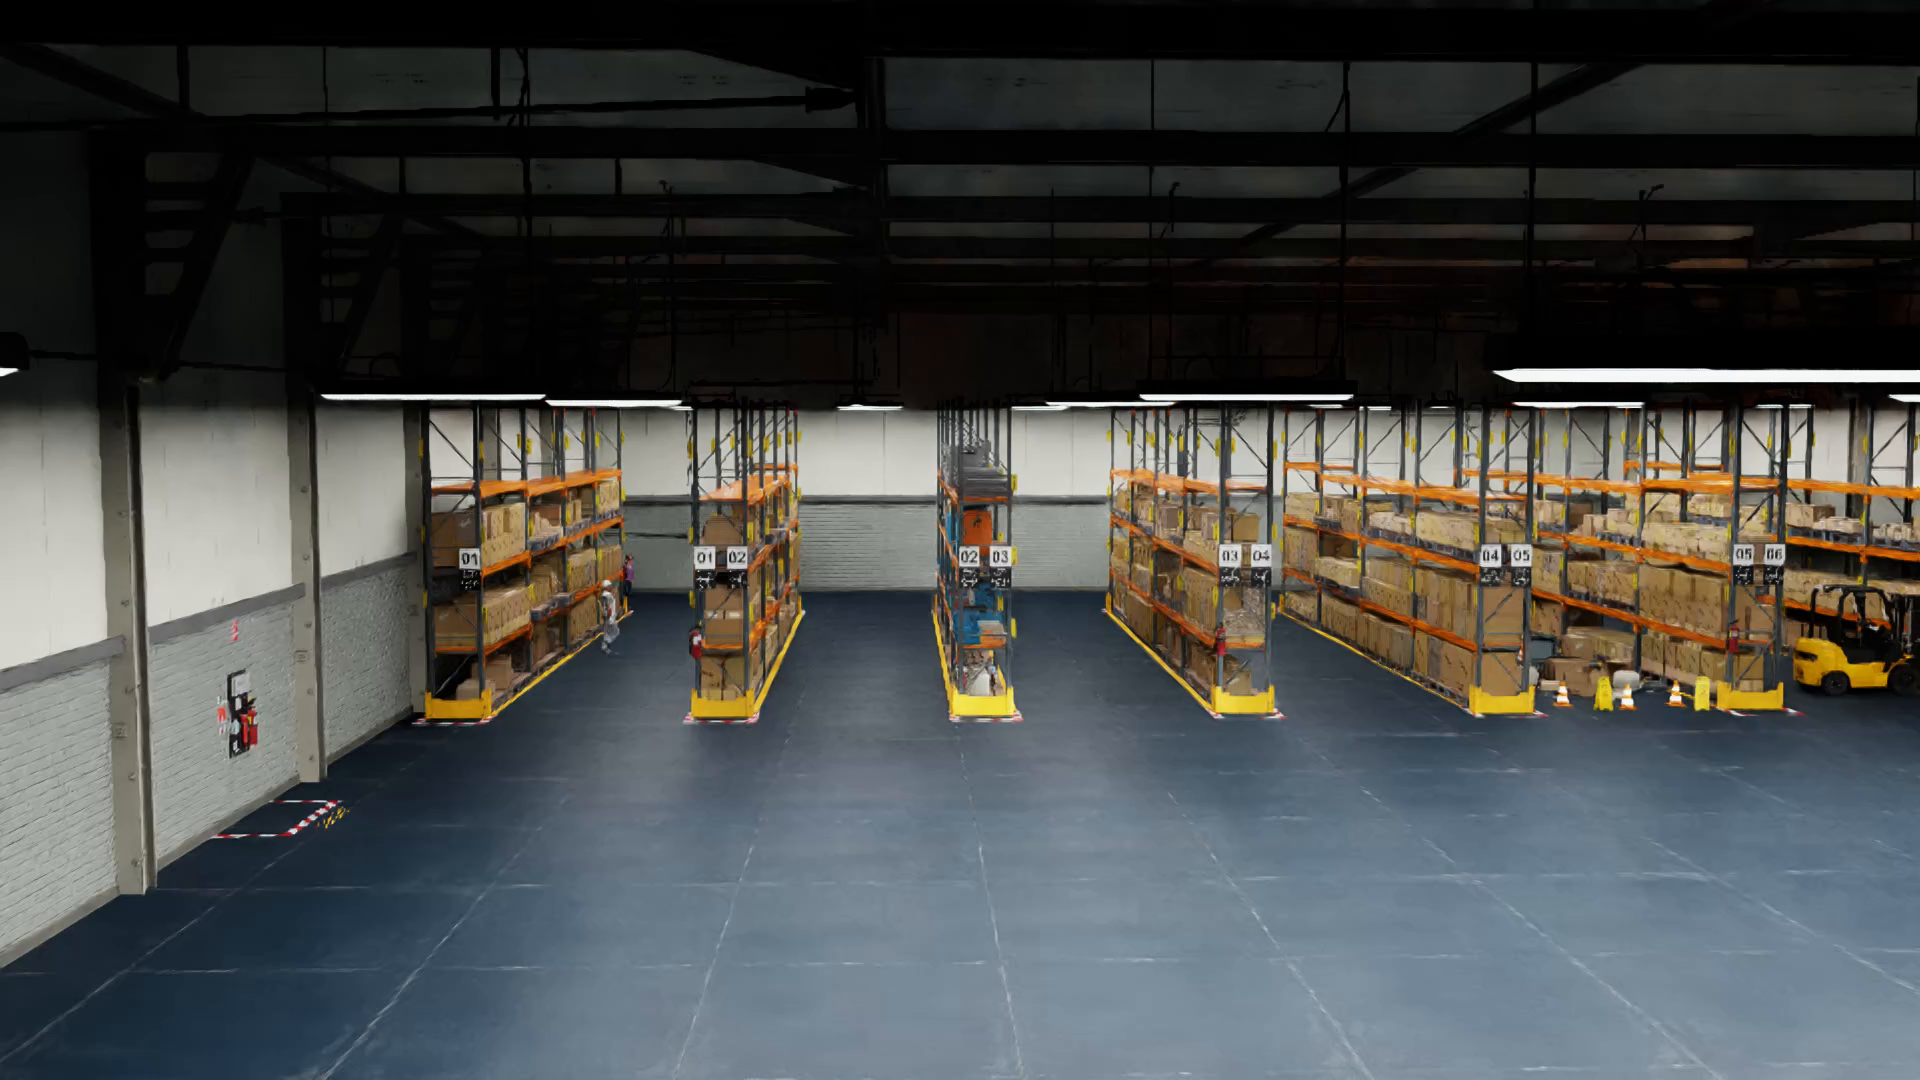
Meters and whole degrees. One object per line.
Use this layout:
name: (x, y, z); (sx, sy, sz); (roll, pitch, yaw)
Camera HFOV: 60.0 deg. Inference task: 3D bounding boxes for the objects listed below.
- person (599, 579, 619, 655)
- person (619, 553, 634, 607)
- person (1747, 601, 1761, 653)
person: (-8.263, 1.819, 38.983); (0.444, 1.786, 0.598); (-2, 5, -27)
person: (-9.803, 1.161, 48.807); (0.477, 1.589, 0.473); (-4, 6, -41)
person: (16.922, 2.136, 35.545); (0.464, 1.672, 0.498); (2, 5, 28)
